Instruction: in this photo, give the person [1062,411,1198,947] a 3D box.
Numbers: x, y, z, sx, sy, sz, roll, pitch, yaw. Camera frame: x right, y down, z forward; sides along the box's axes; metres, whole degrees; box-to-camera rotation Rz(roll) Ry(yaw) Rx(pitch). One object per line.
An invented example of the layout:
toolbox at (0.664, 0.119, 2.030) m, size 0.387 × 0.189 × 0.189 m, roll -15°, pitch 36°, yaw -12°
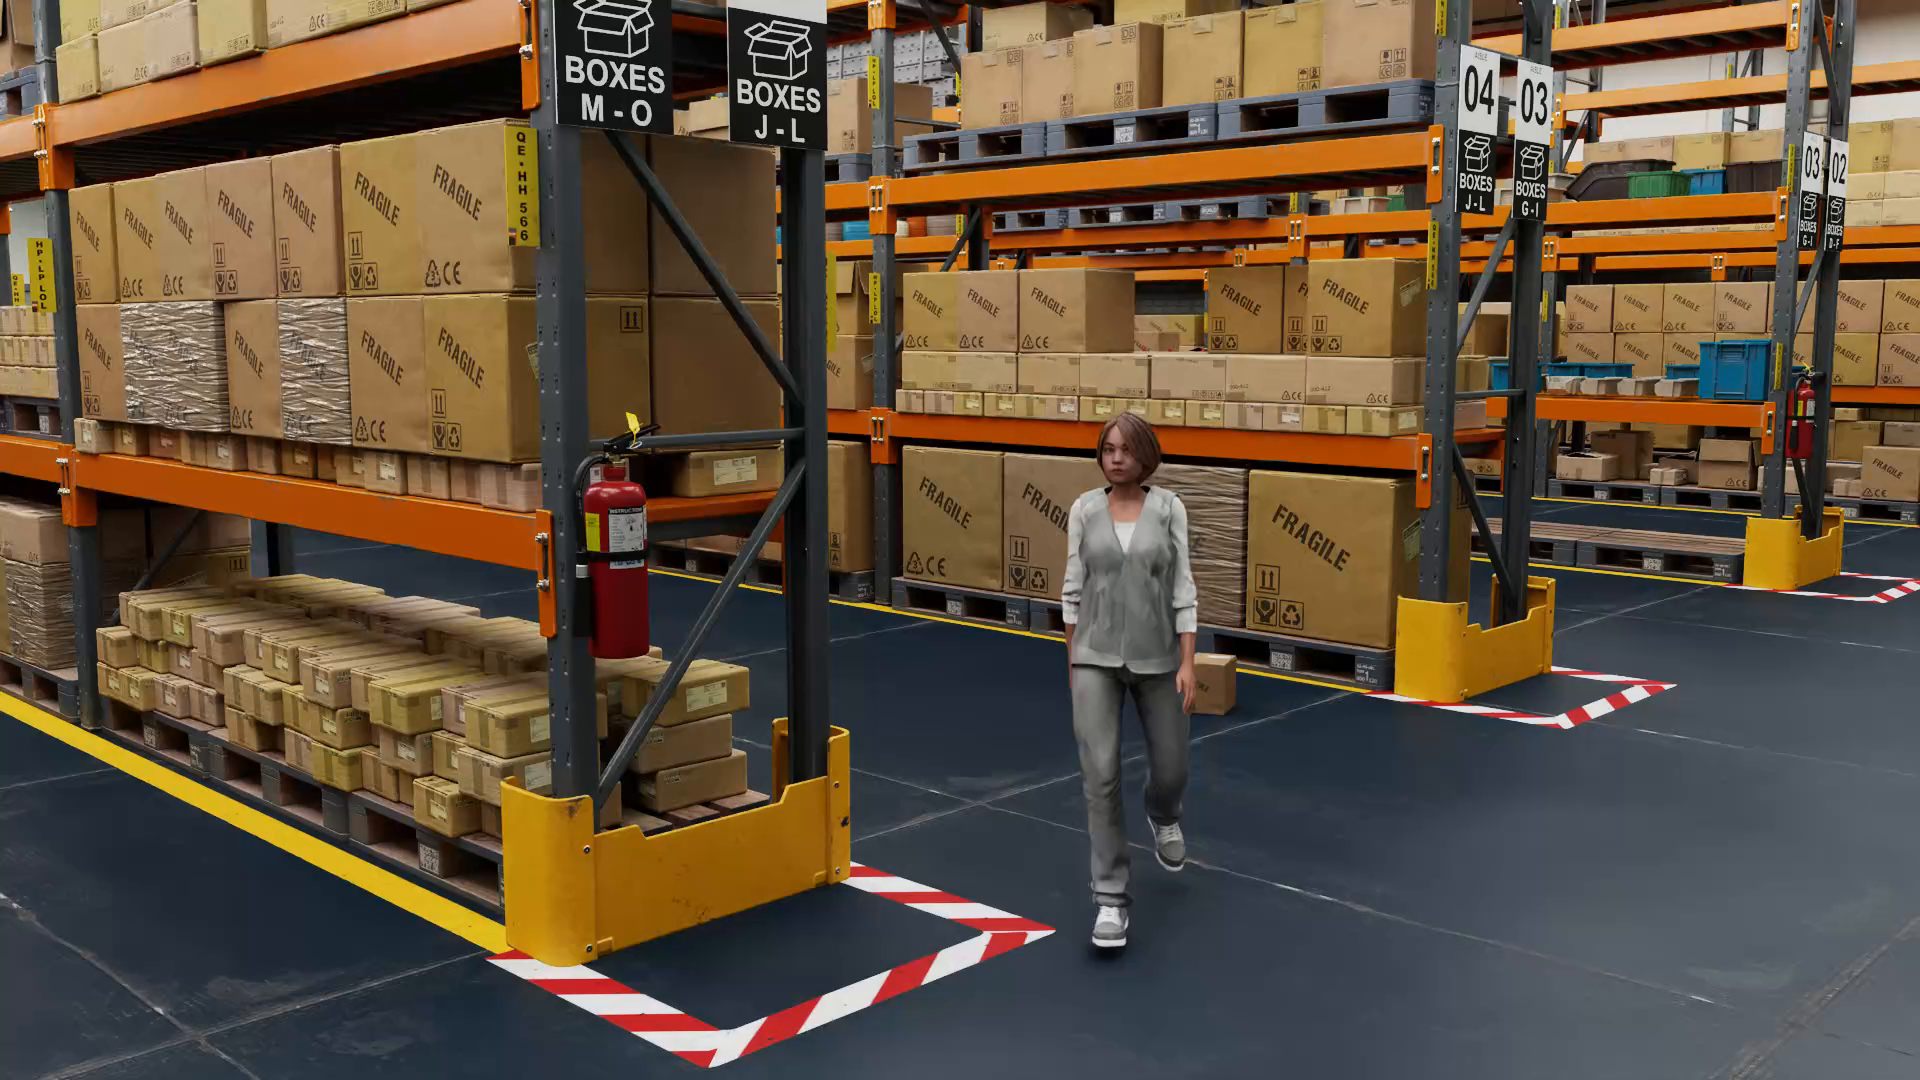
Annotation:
person at (0.521, 0.390, 5.149) m, size 0.419 × 1.572 × 0.763 m, roll 1°, pitch 7°, yaw 7°
